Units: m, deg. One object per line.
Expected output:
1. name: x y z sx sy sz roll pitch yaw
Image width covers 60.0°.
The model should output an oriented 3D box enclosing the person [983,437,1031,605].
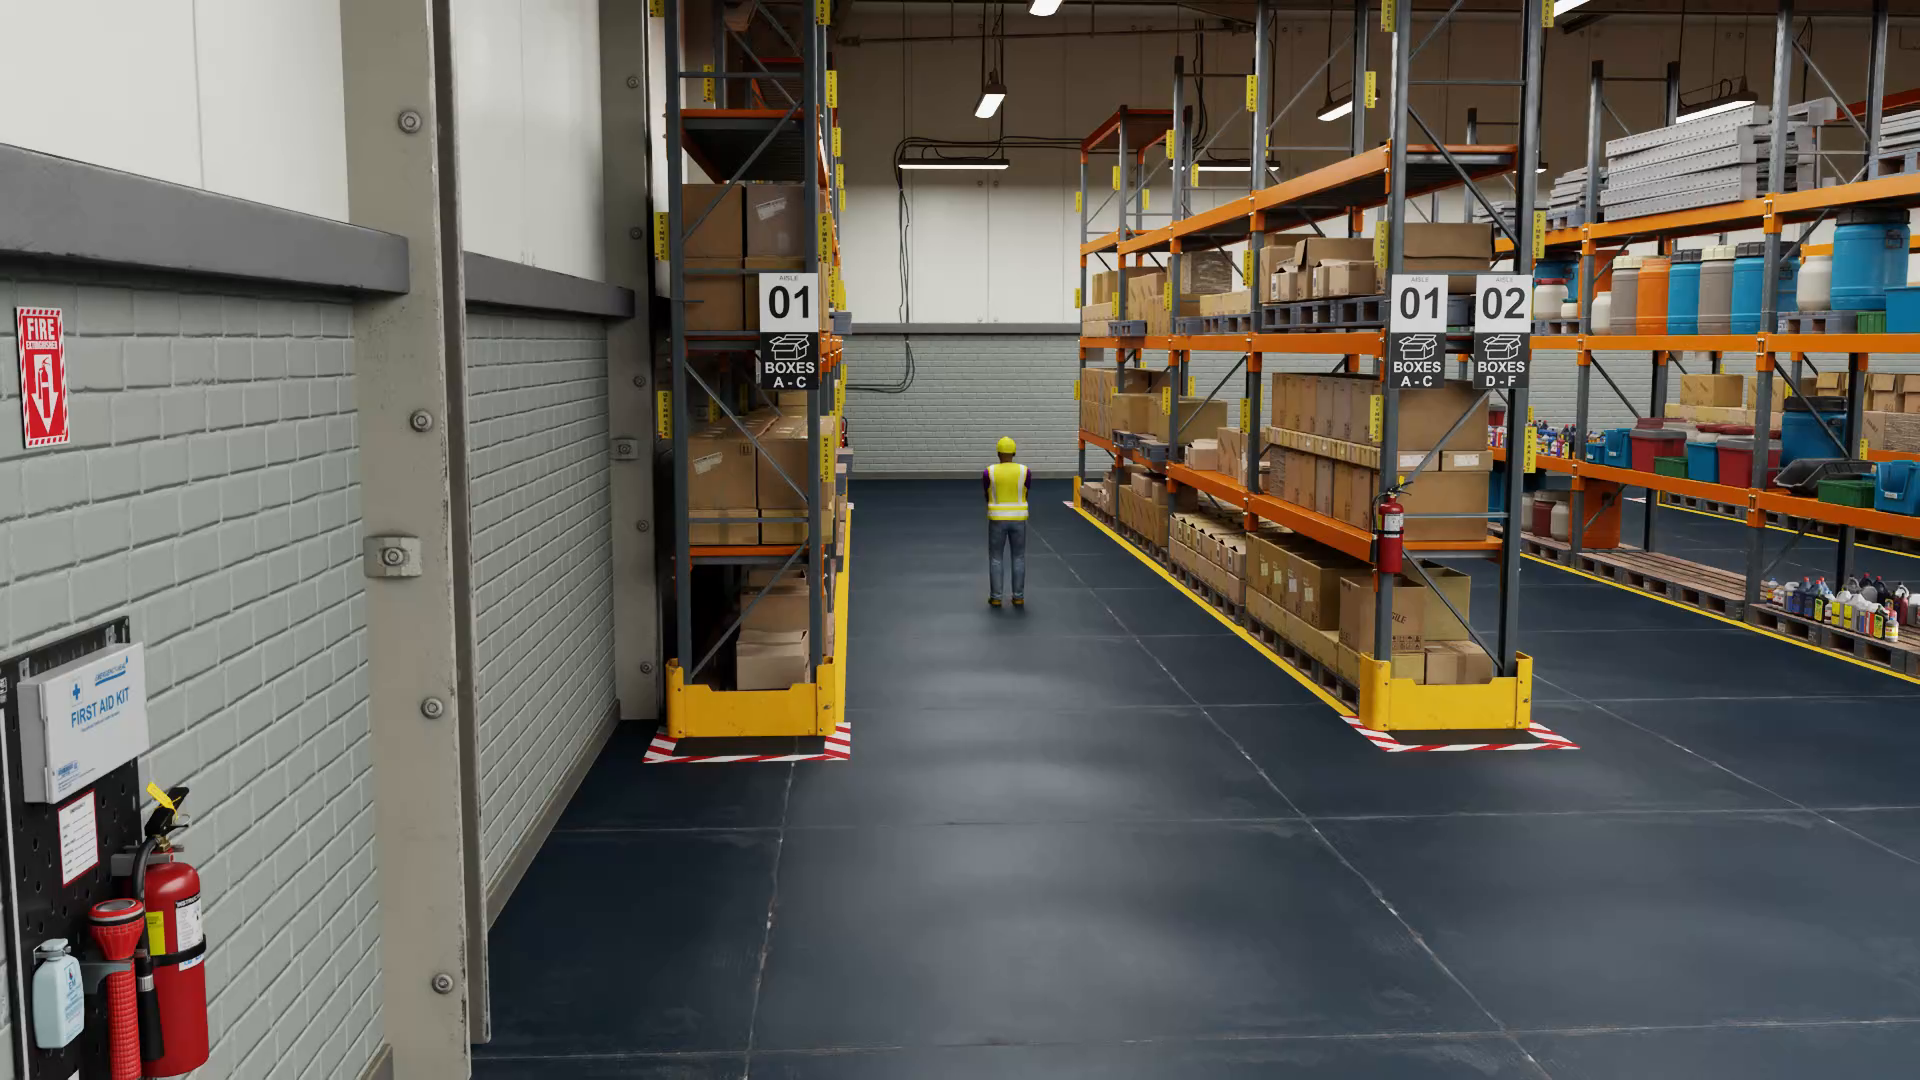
1. person: 0.479 -0.212 17.445 0.502 1.761 0.577 0 7 -3
